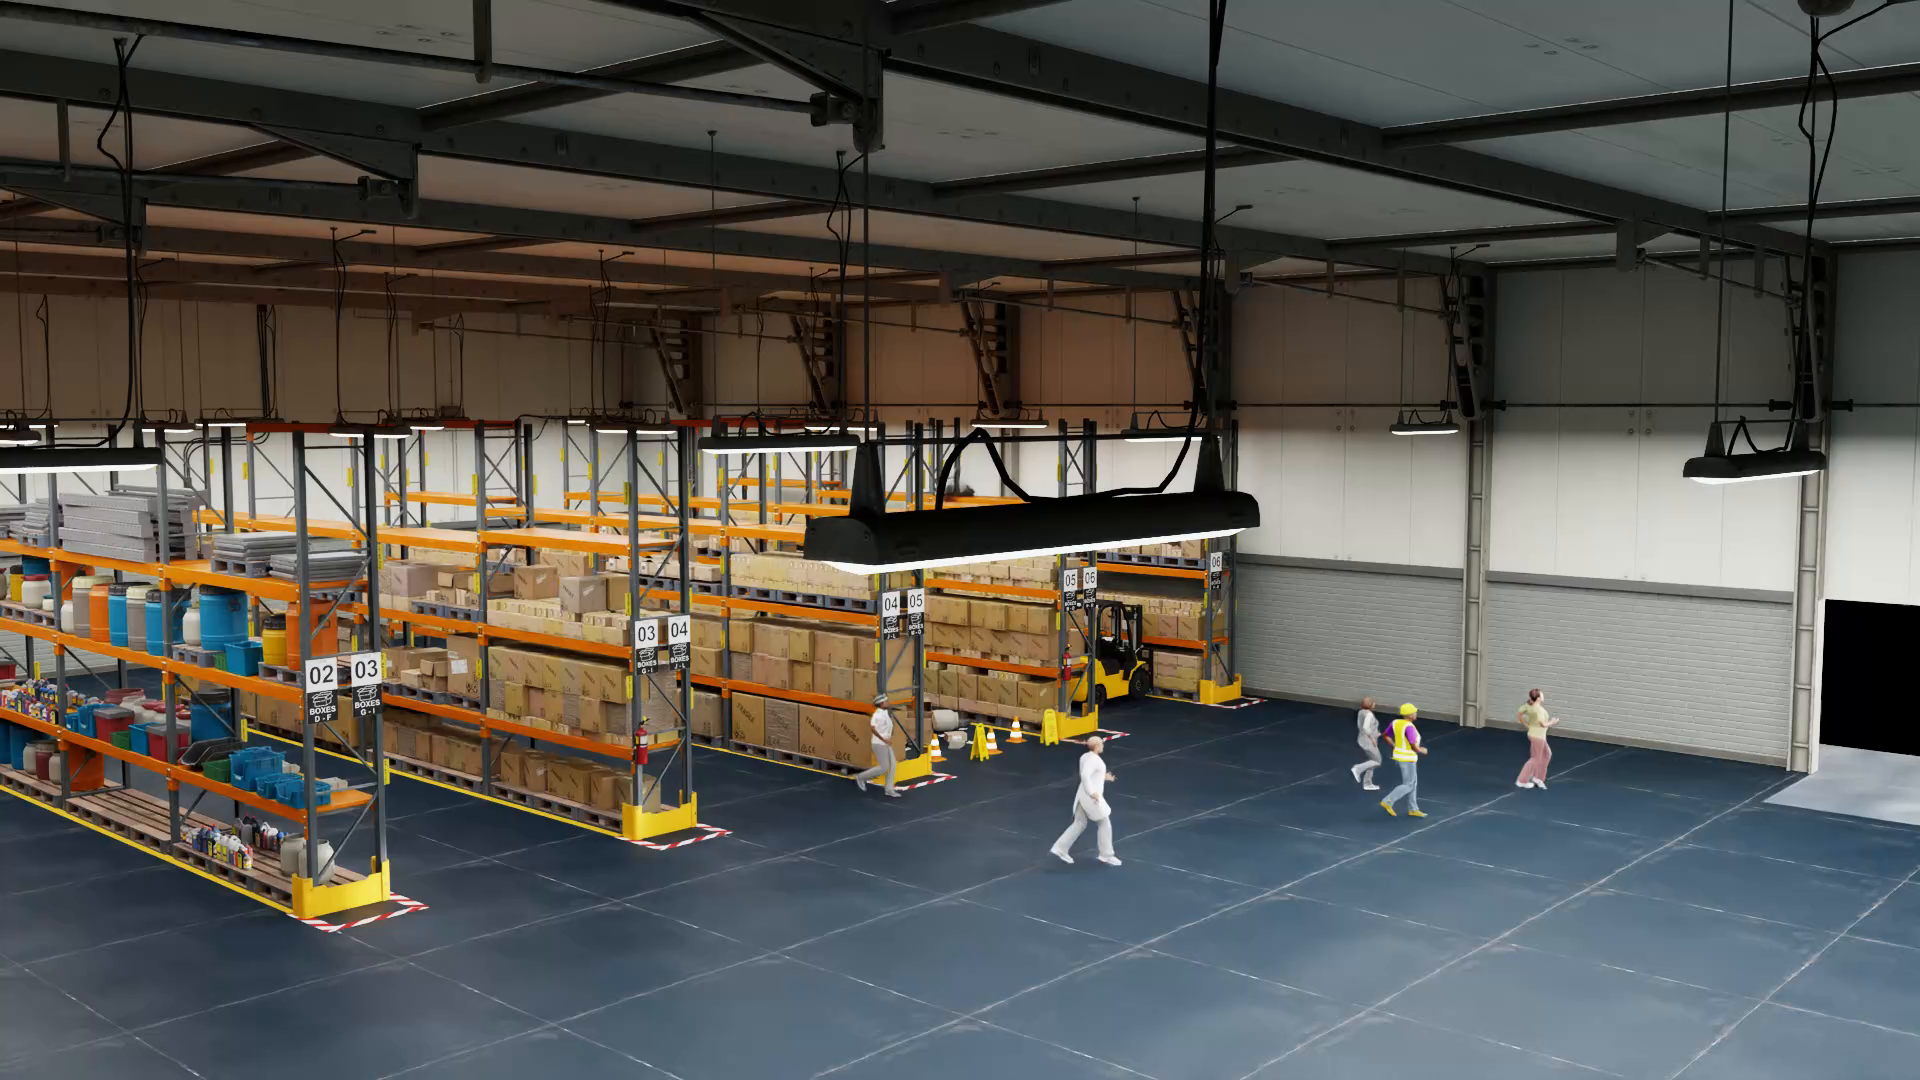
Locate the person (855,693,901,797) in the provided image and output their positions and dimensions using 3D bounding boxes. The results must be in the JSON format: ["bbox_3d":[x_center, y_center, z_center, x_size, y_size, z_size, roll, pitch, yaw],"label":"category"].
[{"bbox_3d":[-1.273,3.307,26.982,0.763,1.642,0.613,1,5,12],"label":"person"}]

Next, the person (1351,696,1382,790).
[{"bbox_3d":[6.659,3.341,27.246,0.557,1.528,0.549,-1,5,-11],"label":"person"}]

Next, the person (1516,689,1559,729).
[{"bbox_3d":[9.482,2.811,27.197,0.588,0.777,0.558,0,5,-1],"label":"person"}]

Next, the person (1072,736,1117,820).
[{"bbox_3d":[1.866,3.246,22.768,0.711,1.134,0.649,-2,5,-22],"label":"person"}]

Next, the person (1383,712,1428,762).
[{"bbox_3d":[6.851,2.956,25.379,0.519,0.853,0.725,-1,5,-13],"label":"person"}]
